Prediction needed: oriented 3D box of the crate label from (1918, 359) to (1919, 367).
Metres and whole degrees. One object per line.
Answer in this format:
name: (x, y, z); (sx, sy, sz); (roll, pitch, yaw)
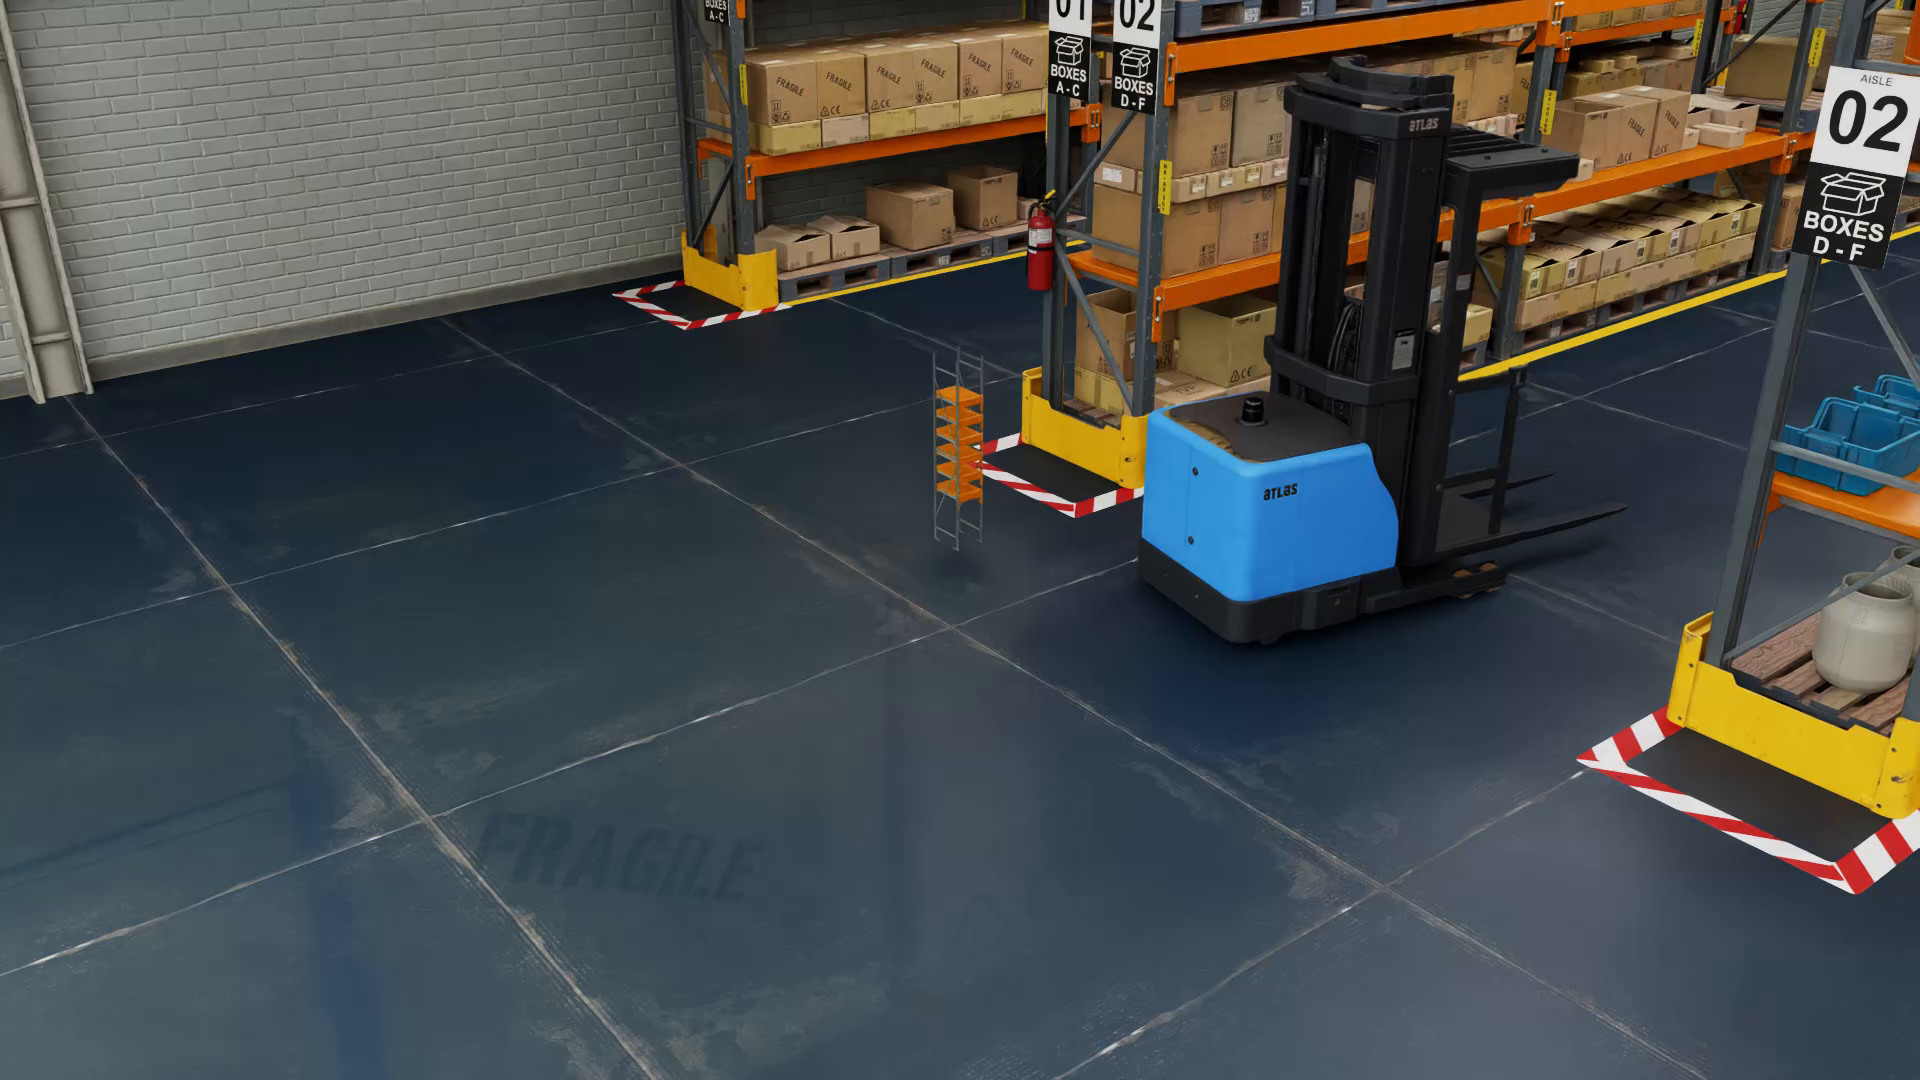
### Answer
crate label: (5.259, -0.872, 8.523); (0.616, 0.435, 0.502); (-18, 31, -34)

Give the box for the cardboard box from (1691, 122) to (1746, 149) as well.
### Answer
cardboard box: (6.682, -3.569, 14.675); (0.250, 0.149, 0.380); (-18, 31, -34)

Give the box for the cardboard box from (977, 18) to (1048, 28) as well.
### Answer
cardboard box: (0.513, -4.837, 16.373); (0.500, 0.500, 0.500); (-19, 31, -35)

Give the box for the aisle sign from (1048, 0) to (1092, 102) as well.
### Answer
aisle sign: (0.691, -3.189, 10.471); (0.004, 0.787, 0.394); (-18, 31, -34)

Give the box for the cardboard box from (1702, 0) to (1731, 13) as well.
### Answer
cardboard box: (10.060, -7.726, 22.978); (0.700, 0.700, 0.980); (-17, 30, -32)

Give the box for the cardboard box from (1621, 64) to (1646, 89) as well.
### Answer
cardboard box: (8.762, -6.166, 22.443); (0.500, 0.500, 0.700); (-17, 30, -33)

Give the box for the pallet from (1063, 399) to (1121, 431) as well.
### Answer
pallet: (1.500, -0.877, 11.890); (1.213, 0.211, 1.003); (-18, 31, -34)

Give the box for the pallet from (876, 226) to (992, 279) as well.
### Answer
pallet: (-0.455, -2.839, 16.117); (1.213, 0.211, 1.003); (-18, 31, -34)

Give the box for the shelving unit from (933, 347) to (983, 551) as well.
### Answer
shelving unit: (-0.011, -0.540, 9.989); (0.189, 1.200, 0.258); (-18, 31, -34)

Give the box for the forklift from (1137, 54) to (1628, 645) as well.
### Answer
forklift: (2.584, -1.177, 9.305); (3.031, 2.935, 1.130); (-12, 27, -24)

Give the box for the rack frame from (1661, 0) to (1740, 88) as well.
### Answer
rack frame: (10.455, -7.726, 23.334); (0.127, 3.000, 1.000); (-18, 31, -34)

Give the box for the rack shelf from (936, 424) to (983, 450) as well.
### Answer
rack shelf: (-0.011, -0.609, 9.957); (0.180, 0.103, 0.258); (-18, 31, -34)

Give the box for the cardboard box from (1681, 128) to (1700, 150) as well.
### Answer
cardboard box: (6.251, -3.544, 14.622); (0.250, 0.149, 0.380); (-16, 29, -30)

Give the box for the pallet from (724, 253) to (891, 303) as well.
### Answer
pallet: (-1.415, -2.524, 15.438); (1.213, 0.211, 1.003); (-18, 31, -34)

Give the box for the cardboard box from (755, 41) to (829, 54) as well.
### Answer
cardboard box: (-1.494, -4.171, 14.938); (0.500, 0.500, 0.500); (-18, 30, -33)

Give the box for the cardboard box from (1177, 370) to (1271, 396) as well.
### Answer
cardboard box: (1.874, -1.070, 11.759); (0.500, 0.250, 0.500); (-18, 31, -34)

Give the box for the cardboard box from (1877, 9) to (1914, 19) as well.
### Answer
cardboard box: (9.856, -5.234, 17.347); (0.700, 0.500, 0.500); (15, 29, 29)

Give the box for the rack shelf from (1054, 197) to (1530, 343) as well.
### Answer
rack shelf: (2.498, -2.123, 12.116); (4.000, 0.370, 1.077); (-18, 31, -34)

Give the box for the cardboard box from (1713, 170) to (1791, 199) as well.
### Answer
cardboard box: (7.810, -3.394, 16.447); (0.500, 0.500, 0.500); (-17, 30, -32)

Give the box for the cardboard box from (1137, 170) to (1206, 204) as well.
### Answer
cardboard box: (1.366, -2.300, 10.753); (0.250, 0.149, 0.380); (-19, 31, -34)

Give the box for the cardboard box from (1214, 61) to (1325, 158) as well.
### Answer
cardboard box: (2.148, -2.964, 11.414); (0.500, 0.500, 0.700); (-18, 30, -34)

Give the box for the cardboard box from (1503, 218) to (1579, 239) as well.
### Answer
cardboard box: (5.013, -2.633, 14.461); (0.500, 0.311, 0.500); (-18, 31, -34)

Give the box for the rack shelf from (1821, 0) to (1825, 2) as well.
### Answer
rack shelf: (8.793, -5.562, 15.962); (4.000, 0.370, 1.077); (-18, 31, -34)

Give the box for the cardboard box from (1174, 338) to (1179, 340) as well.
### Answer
cardboard box: (1.942, -1.375, 12.416); (0.500, 0.250, 0.500); (-18, 31, -34)

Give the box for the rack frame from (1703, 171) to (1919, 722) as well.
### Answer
rack frame: (3.978, -0.288, 7.307); (0.127, 3.000, 1.000); (-18, 31, -34)

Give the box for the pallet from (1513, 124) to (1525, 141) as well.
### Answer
pallet: (6.747, -5.197, 21.197); (1.213, 0.211, 1.003); (-18, 31, -34)

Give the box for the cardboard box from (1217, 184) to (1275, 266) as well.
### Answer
cardboard box: (1.710, -2.230, 11.373); (0.500, 0.500, 0.700); (-17, 30, -33)

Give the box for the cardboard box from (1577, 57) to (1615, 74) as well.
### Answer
cardboard box: (8.341, -6.227, 21.803); (0.250, 0.149, 0.380); (-17, 30, -32)

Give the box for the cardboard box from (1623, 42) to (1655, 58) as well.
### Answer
cardboard box: (9.345, -6.764, 22.961); (0.250, 0.149, 0.380); (-18, 30, -34)

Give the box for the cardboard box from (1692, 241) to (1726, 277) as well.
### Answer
cardboard box: (6.552, -2.599, 15.053); (0.500, 0.250, 0.500); (-19, 31, -35)

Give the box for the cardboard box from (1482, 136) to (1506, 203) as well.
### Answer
cardboard box: (3.726, -2.897, 12.810); (0.500, 0.500, 0.700); (-19, 31, -35)

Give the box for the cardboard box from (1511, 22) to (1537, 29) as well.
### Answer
cardboard box: (6.704, -6.537, 20.277); (0.500, 0.500, 0.500); (-18, 30, -34)

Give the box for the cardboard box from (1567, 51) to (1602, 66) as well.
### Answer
cardboard box: (8.343, -6.432, 22.247); (0.250, 0.149, 0.380); (-19, 31, -36)

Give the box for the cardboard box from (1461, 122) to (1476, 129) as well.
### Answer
cardboard box: (3.590, -3.034, 12.336); (0.250, 0.149, 0.380); (-19, 31, -35)

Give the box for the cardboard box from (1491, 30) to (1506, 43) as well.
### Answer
cardboard box: (6.395, -6.145, 20.203); (0.250, 0.149, 0.380); (-18, 31, -34)

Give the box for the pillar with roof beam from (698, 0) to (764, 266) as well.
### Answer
pillar with roof beam: (0.538, -5.333, 11.052); (0.400, 9.000, 9.100); (-18, 31, -34)

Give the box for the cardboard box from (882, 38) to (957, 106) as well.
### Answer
cardboard box: (-0.370, -4.271, 15.153); (0.500, 0.500, 0.500); (-17, 30, -32)

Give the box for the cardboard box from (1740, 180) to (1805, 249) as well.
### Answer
cardboard box: (7.754, -3.097, 15.807); (0.500, 0.500, 0.500); (-17, 30, -32)

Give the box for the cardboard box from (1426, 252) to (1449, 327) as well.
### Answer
cardboard box: (3.441, -1.933, 12.729); (0.500, 0.500, 0.500); (-18, 31, -34)

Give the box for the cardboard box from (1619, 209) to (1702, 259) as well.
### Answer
cardboard box: (6.155, -2.721, 14.650); (0.500, 0.311, 0.500); (-18, 31, -34)

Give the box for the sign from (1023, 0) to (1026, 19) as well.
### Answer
sign: (0.667, -5.317, 16.768); (0.005, 0.325, 0.100); (-18, 31, -34)

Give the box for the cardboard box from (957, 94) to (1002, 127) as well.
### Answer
cardboard box: (0.043, -4.064, 15.598); (0.500, 0.250, 0.500); (-18, 31, -34)

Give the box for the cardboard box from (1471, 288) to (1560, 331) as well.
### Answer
cardboard box: (4.542, -1.935, 13.623); (0.500, 0.250, 0.500); (-19, 31, -35)

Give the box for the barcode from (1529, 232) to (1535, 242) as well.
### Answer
barcode: (4.529, -2.398, 13.161); (0.075, 0.075, 0.001); (-18, 31, -34)

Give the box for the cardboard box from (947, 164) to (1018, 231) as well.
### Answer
cardboard box: (0.220, -3.392, 16.442); (0.500, 0.500, 0.500); (-21, 32, -38)

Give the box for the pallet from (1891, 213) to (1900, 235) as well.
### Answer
pallet: (8.790, -3.240, 16.980); (1.213, 0.211, 1.003); (-18, 31, -34)

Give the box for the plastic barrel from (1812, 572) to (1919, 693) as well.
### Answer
plastic barrel: (4.448, 0.454, 8.165); (0.421, 0.512, 0.421); (0, 25, 0)

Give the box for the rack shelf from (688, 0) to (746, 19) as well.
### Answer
rack shelf: (-0.562, -5.124, 15.018); (4.000, 0.370, 1.077); (-18, 31, -34)

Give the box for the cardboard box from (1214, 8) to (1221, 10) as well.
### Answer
cardboard box: (2.829, -5.436, 17.759); (0.500, 0.500, 0.700); (-18, 31, -34)

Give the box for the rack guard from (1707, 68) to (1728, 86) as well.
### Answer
rack guard: (10.474, -6.598, 23.874); (0.348, 0.500, 1.175); (-18, 31, -34)
